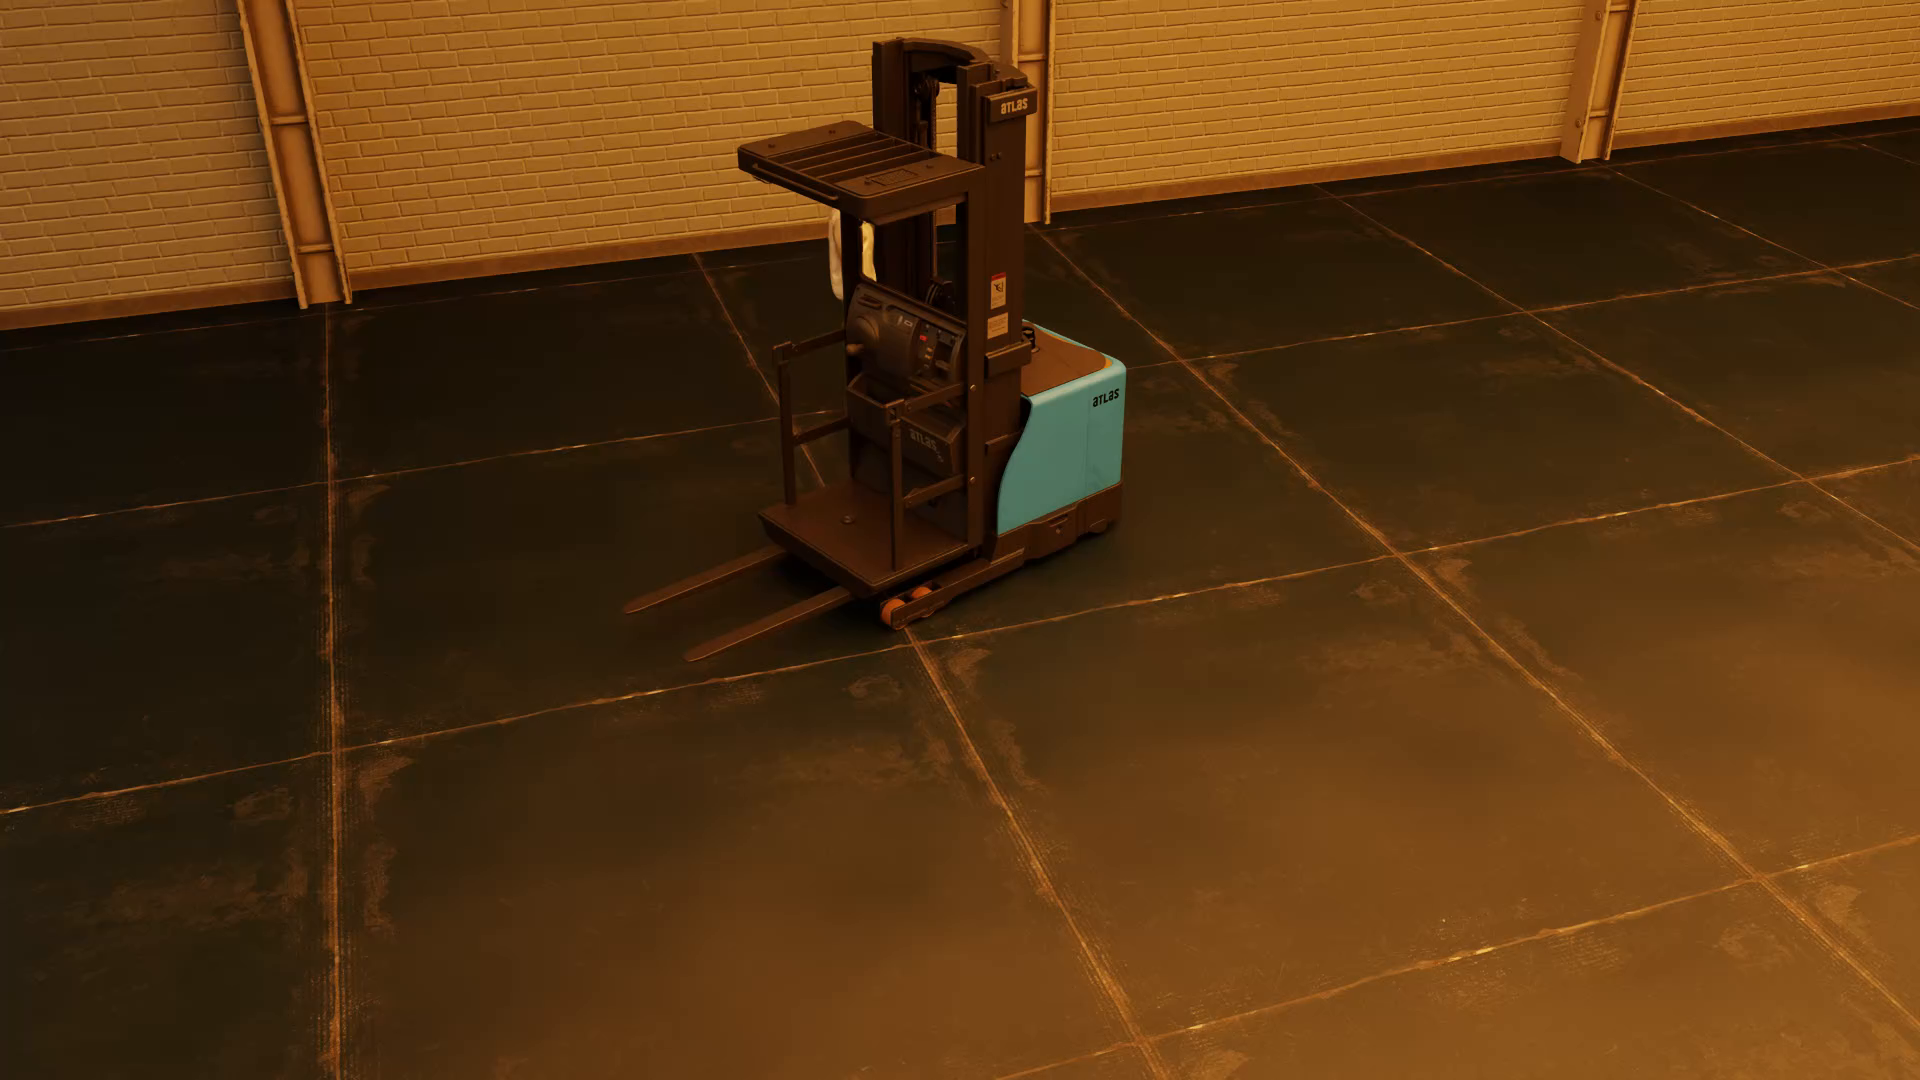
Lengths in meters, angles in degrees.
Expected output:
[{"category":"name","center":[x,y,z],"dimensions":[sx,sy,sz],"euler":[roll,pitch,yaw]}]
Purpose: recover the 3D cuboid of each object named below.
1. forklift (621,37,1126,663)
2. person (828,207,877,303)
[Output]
[{"category":"forklift","center":[-0.461,-1.072,8.951],"dimensions":[3.031,2.935,1.130],"euler":[-23,37,-34]},{"category":"person","center":[-0.641,-1.682,11.159],"dimensions":[0.459,1.789,0.694],"euler":[-4,30,-7]}]
